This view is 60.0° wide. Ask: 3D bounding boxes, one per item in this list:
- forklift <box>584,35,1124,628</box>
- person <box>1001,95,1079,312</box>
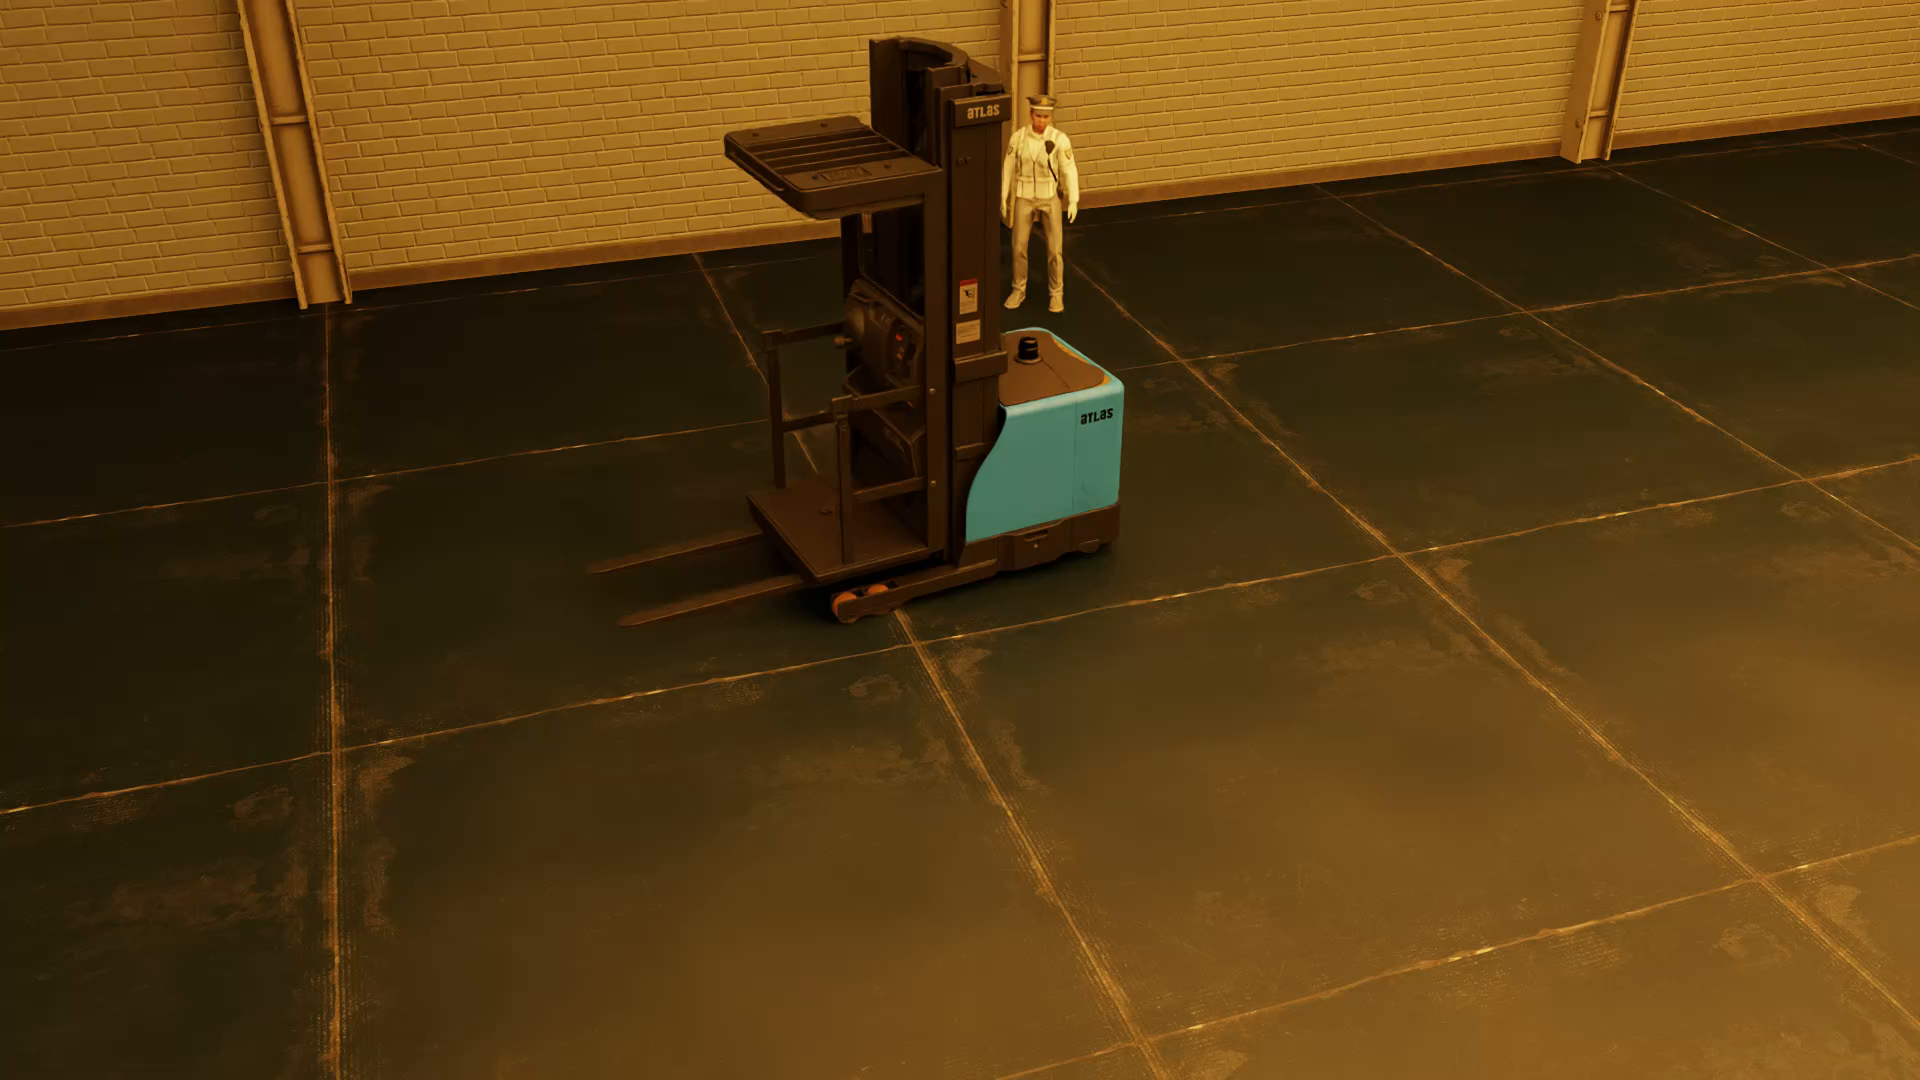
[{"bbox_3d":[-0.602,-1.110,9.016,3.031,2.935,1.130,-14,33,-23],"label":"forklift"},{"bbox_3d":[0.607,-2.622,12.905,0.632,1.676,0.382,6,30,10],"label":"person"}]
